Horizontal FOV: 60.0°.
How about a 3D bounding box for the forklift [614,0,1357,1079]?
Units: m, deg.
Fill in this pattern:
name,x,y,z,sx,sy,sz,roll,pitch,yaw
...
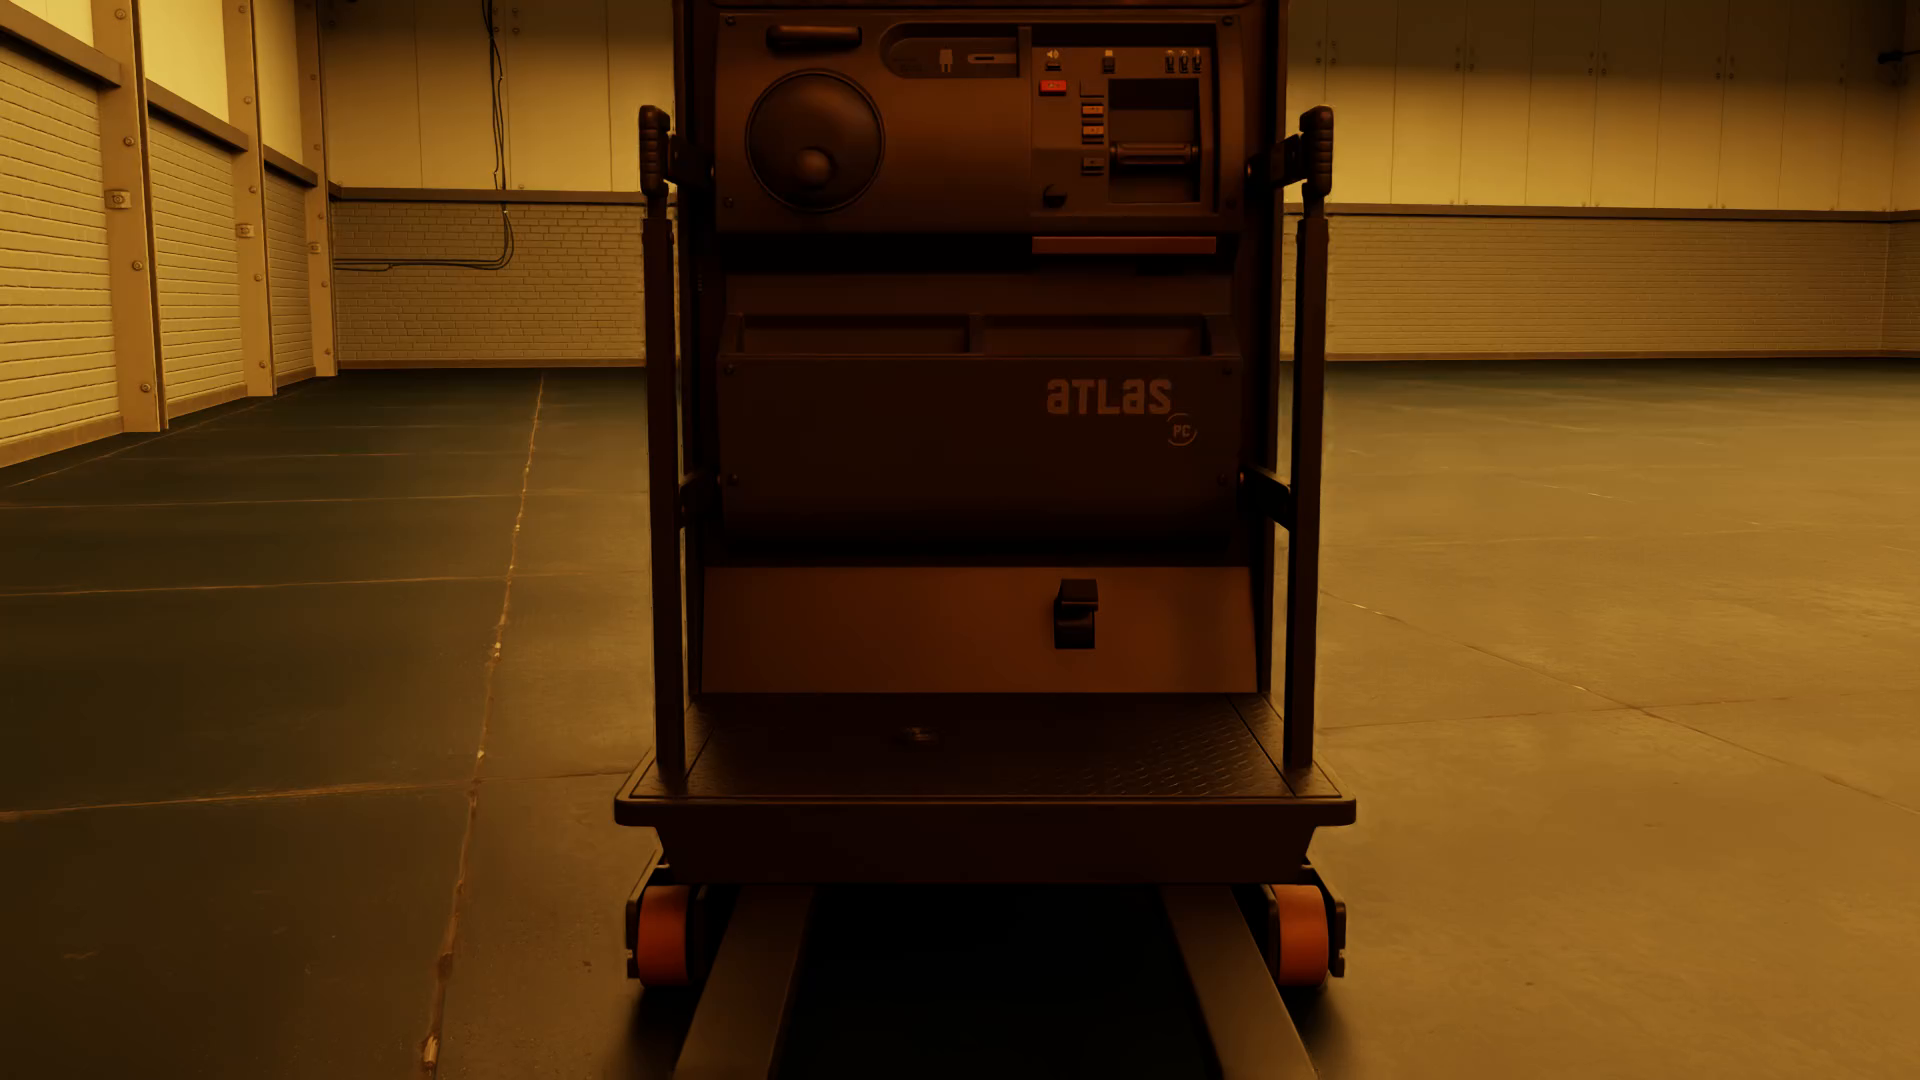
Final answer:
name,x,y,z,sx,sy,sz,roll,pitch,yaw
forklift,0.037,-0.783,2.732,1.130,2.935,3.031,0,8,0
